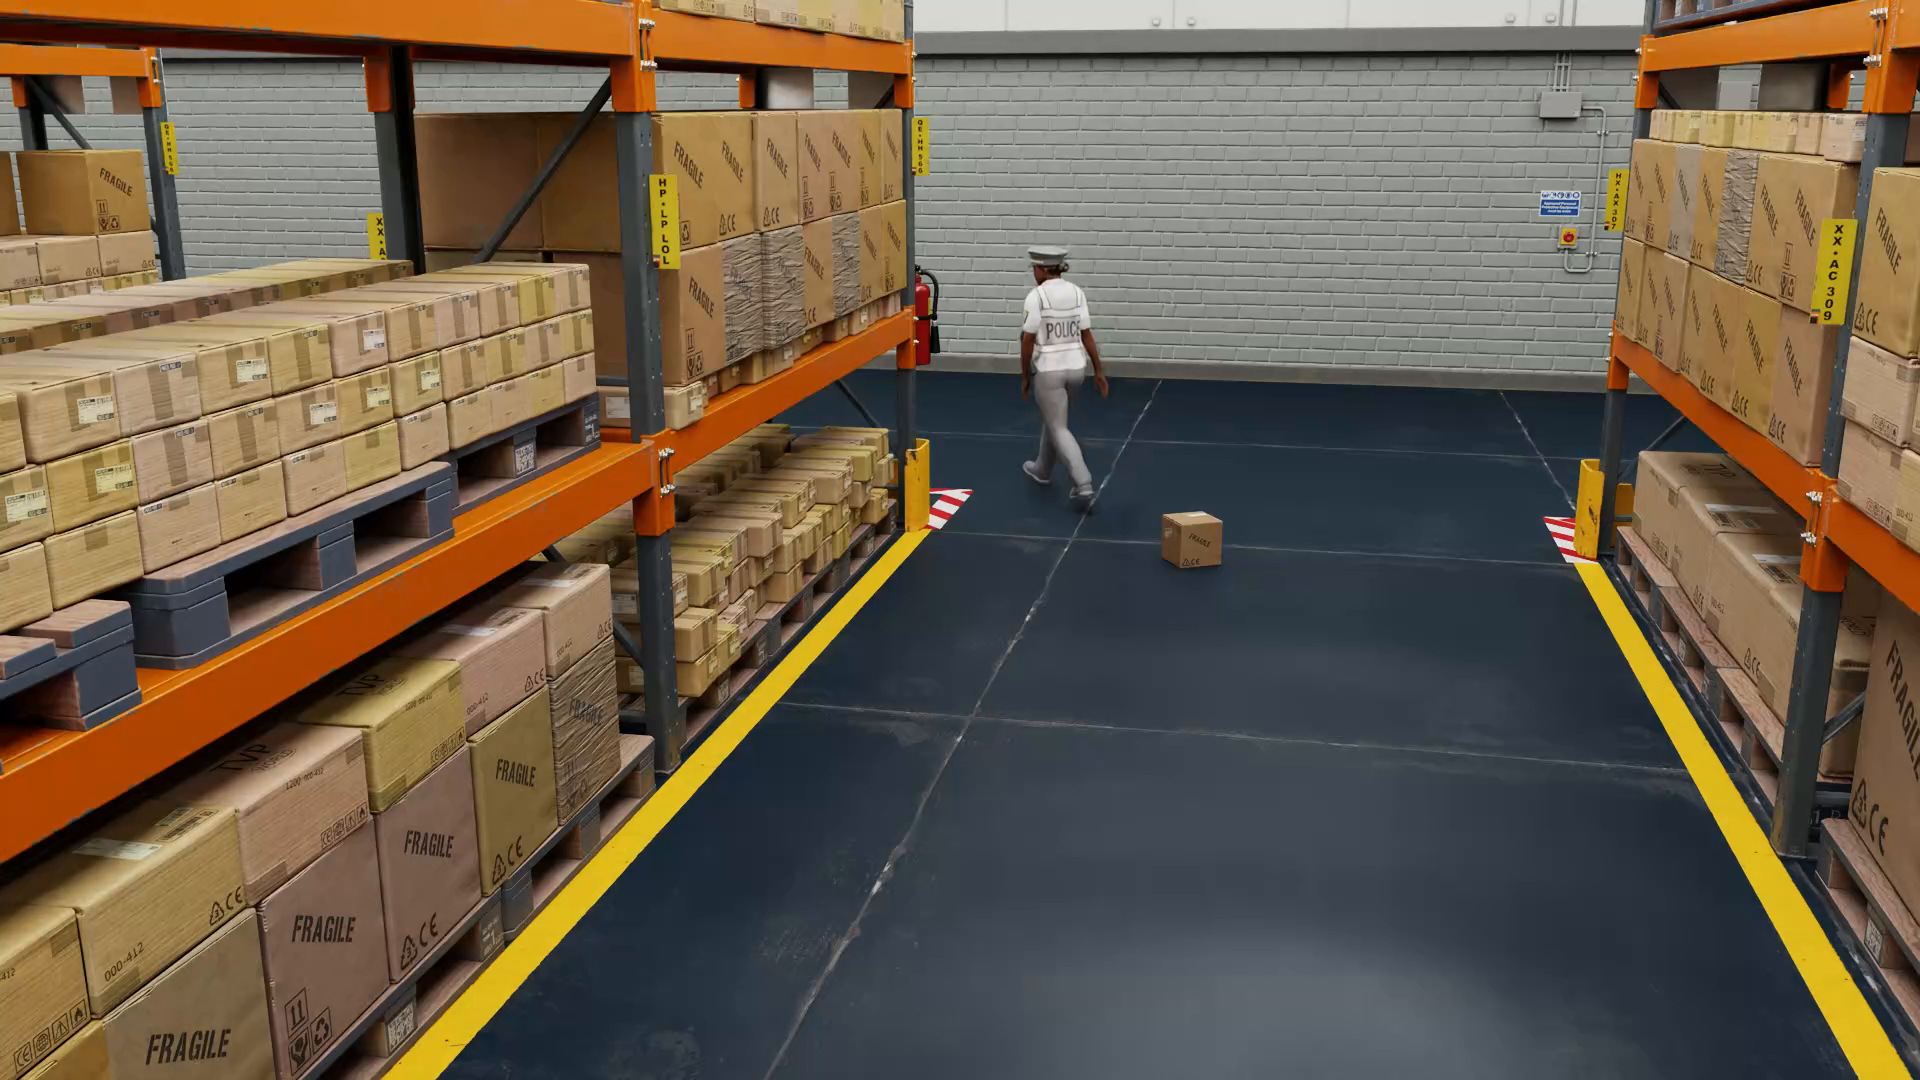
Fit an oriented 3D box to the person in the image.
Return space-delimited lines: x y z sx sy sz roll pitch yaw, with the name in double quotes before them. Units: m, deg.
"person" 0.628 -1.078 10.669 0.543 1.595 1.063 -9 17 -31
